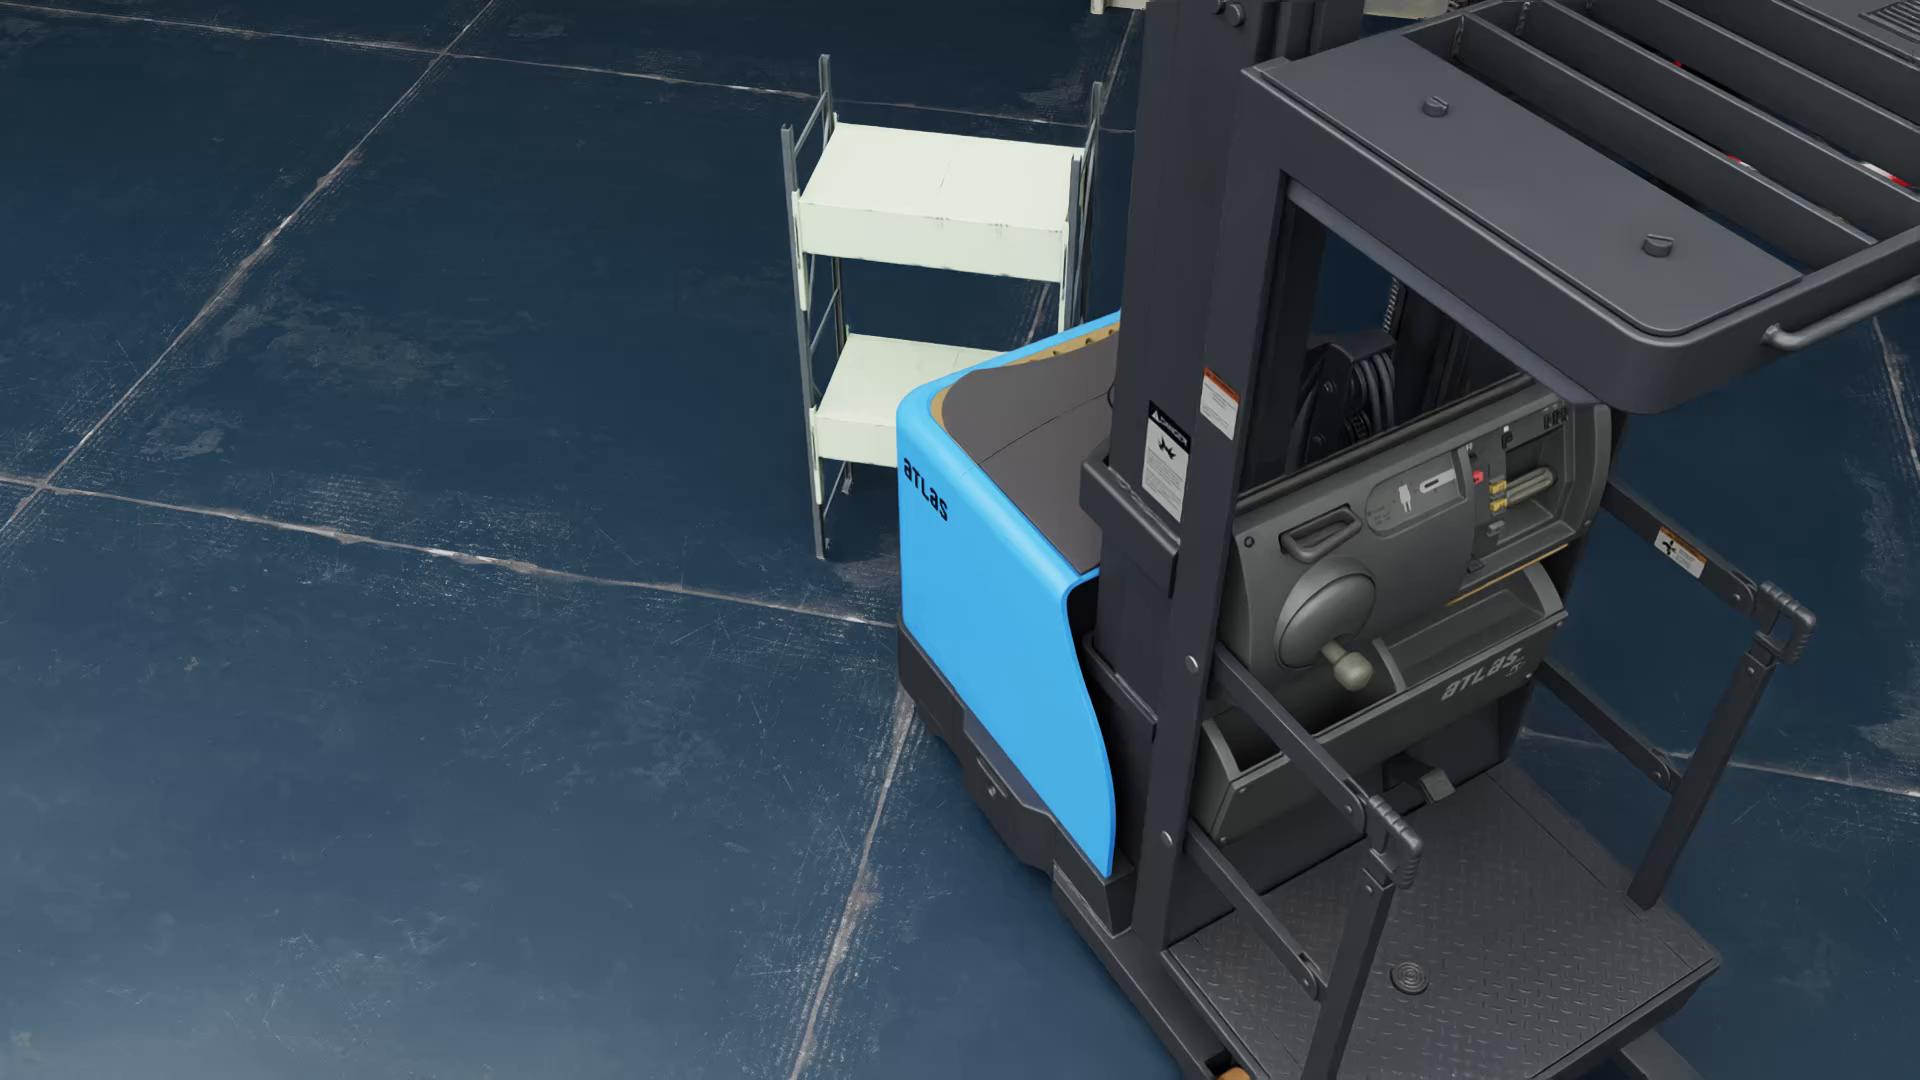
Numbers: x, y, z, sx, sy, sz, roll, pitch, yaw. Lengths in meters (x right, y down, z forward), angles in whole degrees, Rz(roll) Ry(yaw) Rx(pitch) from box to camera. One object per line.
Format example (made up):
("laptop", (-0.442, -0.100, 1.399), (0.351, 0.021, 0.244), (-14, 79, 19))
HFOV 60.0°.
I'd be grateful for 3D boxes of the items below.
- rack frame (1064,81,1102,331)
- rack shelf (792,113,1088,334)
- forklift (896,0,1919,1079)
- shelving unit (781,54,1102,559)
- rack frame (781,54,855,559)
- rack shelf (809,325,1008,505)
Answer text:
("rack frame", (0.320, -0.516, 4.705), (0.023, 1.500, 0.400), (8, 44, 8))
("rack shelf", (-0.039, -0.848, 4.487), (0.720, 0.370, 0.431), (8, 44, 8))
("forklift", (1.019, 0.061, 3.073), (1.130, 2.935, 3.031), (-23, 48, -22))
("shelving unit", (-0.039, -0.567, 4.757), (0.755, 1.500, 0.431), (8, 44, 8))
("rack frame", (-0.397, -0.617, 4.810), (0.023, 1.500, 0.400), (8, 44, 8))
("rack shelf", (-0.039, -0.332, 4.983), (0.720, 0.370, 0.431), (8, 44, 8))
